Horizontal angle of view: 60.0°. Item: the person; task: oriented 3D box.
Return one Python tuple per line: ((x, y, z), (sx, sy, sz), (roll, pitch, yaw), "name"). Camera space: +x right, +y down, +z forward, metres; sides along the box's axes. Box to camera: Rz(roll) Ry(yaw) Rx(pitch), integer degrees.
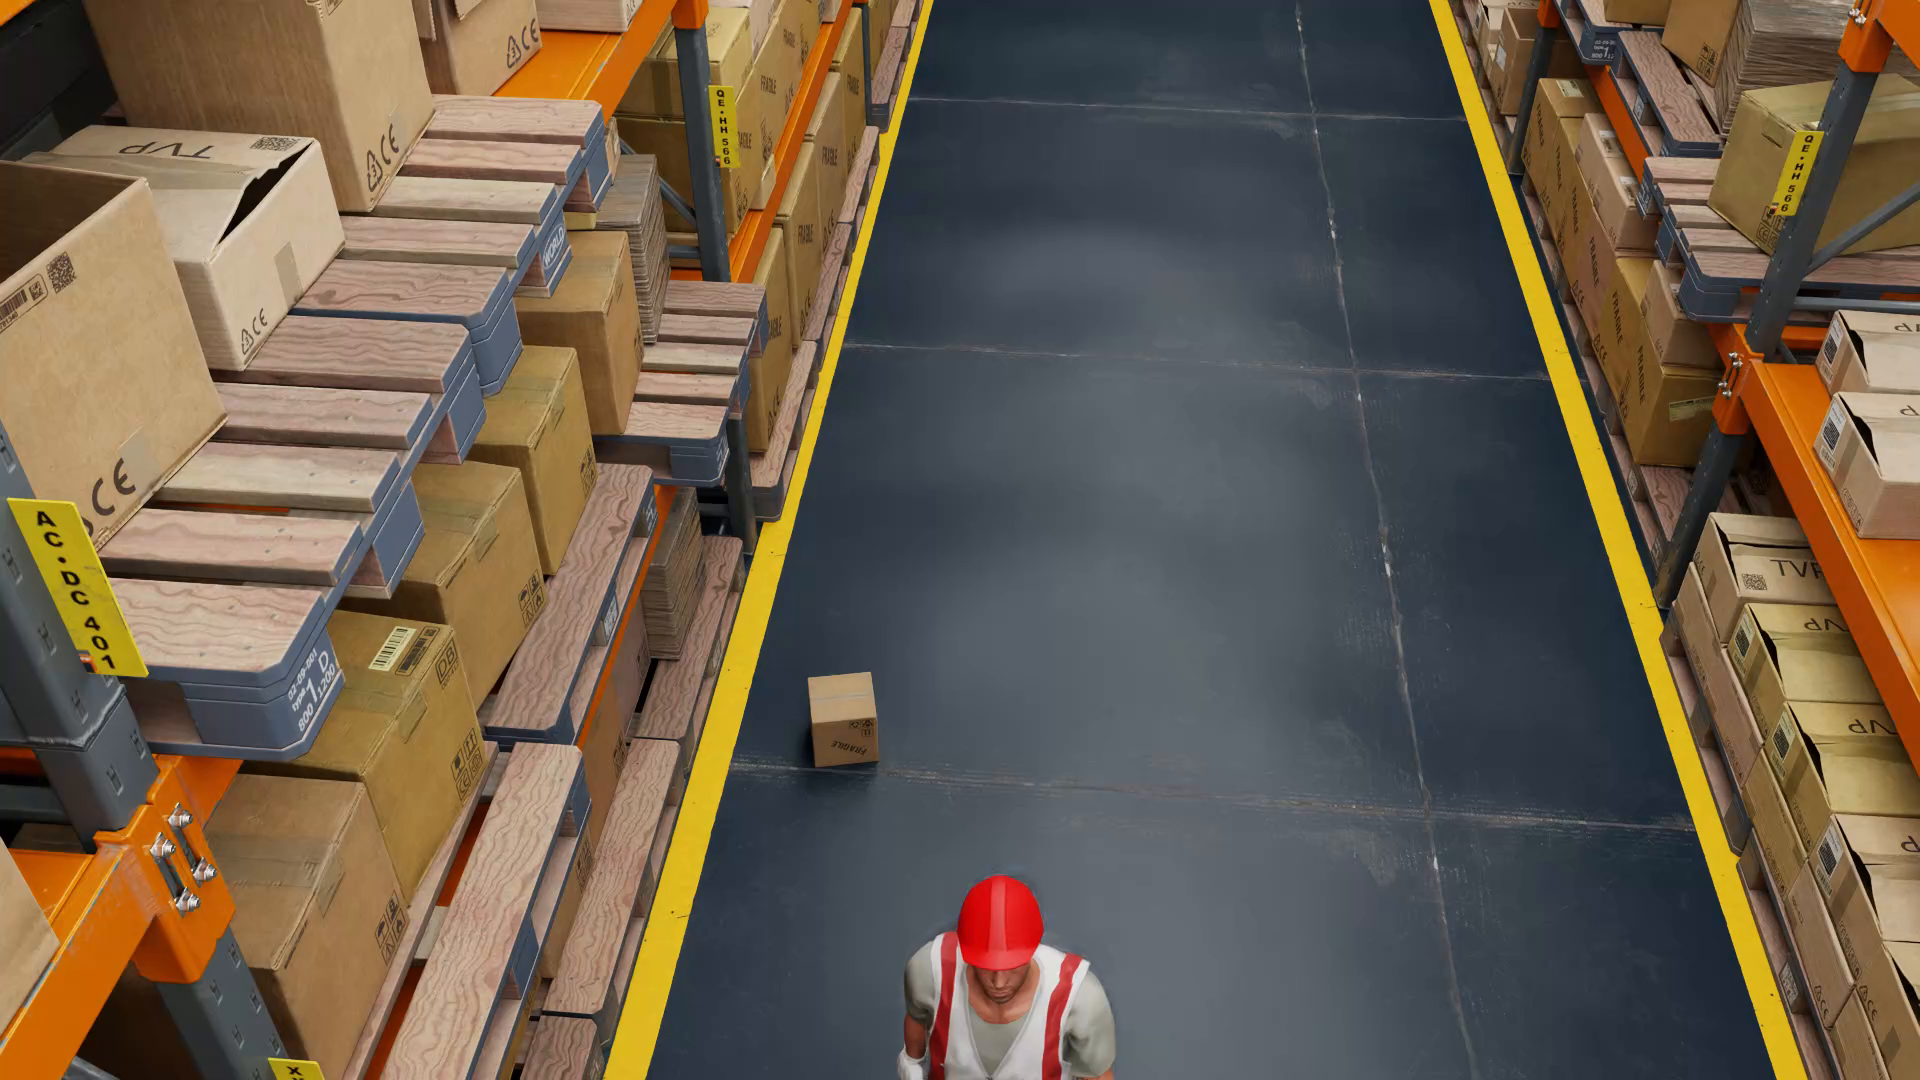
((0.105, 1.510, 4.327), (0.603, 1.742, 1.068), (4, 40, 5), "person")
